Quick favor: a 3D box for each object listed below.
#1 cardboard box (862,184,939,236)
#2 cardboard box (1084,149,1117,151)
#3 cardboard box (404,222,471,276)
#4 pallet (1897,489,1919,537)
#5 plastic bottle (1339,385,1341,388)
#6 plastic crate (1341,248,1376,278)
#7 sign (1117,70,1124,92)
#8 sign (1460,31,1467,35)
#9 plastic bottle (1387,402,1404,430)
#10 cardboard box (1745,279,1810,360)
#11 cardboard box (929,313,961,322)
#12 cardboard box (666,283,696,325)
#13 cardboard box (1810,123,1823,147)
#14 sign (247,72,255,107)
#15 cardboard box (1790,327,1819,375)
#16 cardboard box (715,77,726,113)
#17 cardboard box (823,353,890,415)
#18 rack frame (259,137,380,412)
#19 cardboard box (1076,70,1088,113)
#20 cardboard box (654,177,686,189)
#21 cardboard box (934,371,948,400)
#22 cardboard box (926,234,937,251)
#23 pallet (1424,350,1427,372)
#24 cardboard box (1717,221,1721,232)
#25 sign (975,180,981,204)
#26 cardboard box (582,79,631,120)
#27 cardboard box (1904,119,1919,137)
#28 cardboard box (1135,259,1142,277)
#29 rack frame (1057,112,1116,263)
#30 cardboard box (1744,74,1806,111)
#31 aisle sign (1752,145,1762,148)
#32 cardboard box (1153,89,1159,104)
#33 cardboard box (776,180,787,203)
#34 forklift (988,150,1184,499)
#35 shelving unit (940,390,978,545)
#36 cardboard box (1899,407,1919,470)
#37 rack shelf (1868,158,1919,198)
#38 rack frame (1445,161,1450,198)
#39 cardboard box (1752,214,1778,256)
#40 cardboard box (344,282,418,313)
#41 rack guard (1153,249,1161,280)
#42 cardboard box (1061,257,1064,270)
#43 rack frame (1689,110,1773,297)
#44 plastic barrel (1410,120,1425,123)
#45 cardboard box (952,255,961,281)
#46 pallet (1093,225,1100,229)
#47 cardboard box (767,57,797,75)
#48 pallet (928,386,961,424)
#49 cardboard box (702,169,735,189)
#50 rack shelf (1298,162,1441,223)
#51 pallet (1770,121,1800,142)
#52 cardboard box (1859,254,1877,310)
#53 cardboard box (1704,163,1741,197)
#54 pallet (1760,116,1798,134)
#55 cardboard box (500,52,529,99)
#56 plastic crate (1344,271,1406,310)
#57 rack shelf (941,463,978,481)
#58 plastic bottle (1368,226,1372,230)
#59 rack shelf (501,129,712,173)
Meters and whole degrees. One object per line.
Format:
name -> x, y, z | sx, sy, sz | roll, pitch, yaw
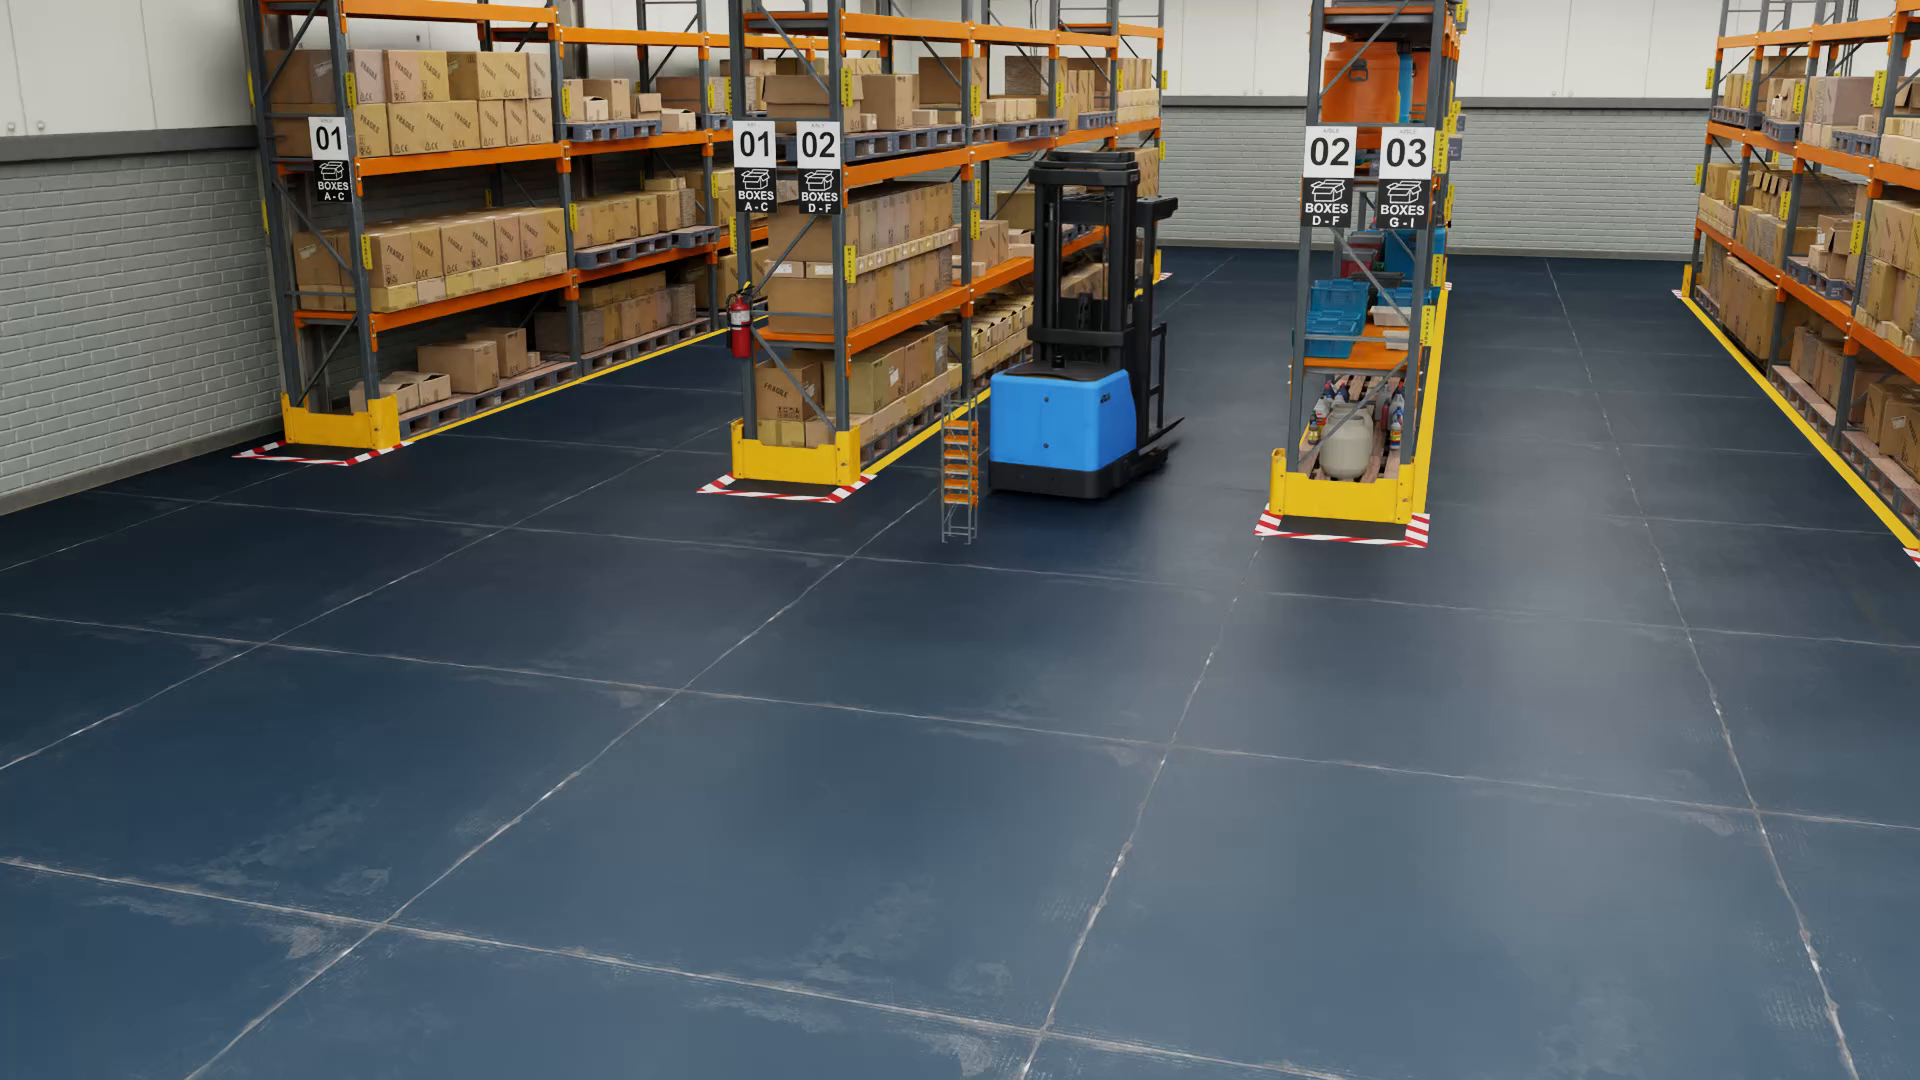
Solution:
cardboard box -> -0.628, -3.494, 17.590 | 0.700, 0.500, 0.500 | 5, 16, 16
cardboard box -> 2.378, -6.376, 28.295 | 0.500, 0.500, 0.500 | 5, 17, 17
cardboard box -> -5.526, -3.070, 17.521 | 0.500, 0.500, 0.500 | 4, 16, 14
pallet -> 8.281, -0.143, 13.447 | 1.003, 0.211, 1.213 | 5, 16, 16
plastic bottle -> 3.908, -1.446, 17.103 | 0.061, 0.283, 0.133 | 5, 16, 16
plastic crate -> 4.227, -2.867, 17.822 | 0.402, 0.464, 0.583 | 5, 16, 16
sign -> 2.441, -7.003, 25.355 | 0.100, 0.325, 0.005 | 5, 16, 16
sign -> 8.325, -8.518, 27.459 | 0.100, 0.325, 0.005 | 5, 16, 16
plastic bottle -> 4.280, -1.219, 16.316 | 0.152, 0.276, 0.135 | 5, 17, 17
cardboard box -> 10.484, -2.707, 20.499 | 1.225, 0.875, 0.875 | 4, 16, 13
cardboard box -> -0.239, -2.615, 20.293 | 0.500, 0.311, 0.500 | 5, 16, 16
cardboard box -> -4.134, -3.317, 23.301 | 0.700, 0.500, 0.500 | 5, 17, 17
cardboard box -> 9.744, -4.481, 18.410 | 0.500, 0.250, 0.500 | 5, 17, 17
sign -> -6.779, -4.325, 15.960 | 0.100, 0.325, 0.005 | 5, 16, 16
cardboard box -> 10.097, -2.180, 19.294 | 0.700, 0.500, 0.500 | 4, 16, 13
cardboard box -> -3.796, -6.477, 24.182 | 0.700, 0.500, 0.500 | 4, 16, 13
cardboard box -> -0.996, -1.518, 16.080 | 0.500, 0.500, 0.500 | 5, 16, 16
rack frame -> -6.253, -2.407, 16.320 | 1.000, 3.000, 0.127 | 5, 16, 16
cardboard box -> 1.526, -6.602, 24.476 | 0.600, 0.600, 0.600 | 4, 16, 15
cardboard box -> -4.048, -4.980, 23.210 | 0.380, 0.149, 0.250 | 2, 16, 9
cardboard box -> -0.439, -1.682, 18.030 | 0.500, 0.250, 0.500 | 5, 16, 16
cardboard box -> -0.455, -3.141, 17.534 | 0.380, 0.149, 0.250 | 5, 16, 16
pallet -> 5.262, -2.191, 20.667 | 1.003, 0.211, 1.213 | 5, 16, 16
cardboard box -> 11.469, -4.648, 24.680 | 0.380, 0.149, 0.250 | 5, 17, 17
sign -> 0.248, -4.676, 22.340 | 0.100, 0.325, 0.005 | 5, 16, 16
cardboard box -> -4.533, -5.606, 21.149 | 0.500, 0.500, 0.500 | 4, 16, 14
cardboard box -> 8.635, -3.659, 14.778 | 0.380, 0.149, 0.250 | 5, 17, 16
cardboard box -> 2.828, -4.691, 28.605 | 0.500, 0.250, 0.500 | 5, 16, 16
rack frame -> 1.908, -5.164, 26.037 | 1.000, 3.000, 0.127 | 5, 16, 16
cardboard box -> 11.570, -6.345, 23.570 | 0.700, 0.500, 0.500 | 4, 16, 13
aisle sign -> 12.850, -6.687, 26.645 | 0.394, 0.787, 0.004 | 5, 16, 16
cardboard box -> 3.143, -7.667, 28.726 | 0.500, 0.250, 0.500 | 5, 16, 16
cardboard box -> -3.018, -5.342, 25.902 | 0.500, 0.500, 0.500 | 5, 16, 16
forklift -> 1.334, -2.120, 15.431 | 1.130, 2.935, 3.031 | 7, 17, 24
shelving unit -> -0.004, -0.573, 13.152 | 0.258, 1.200, 0.189 | 5, 16, 16
cardboard box -> 8.723, -0.880, 14.748 | 0.500, 0.500, 0.500 | 3, 16, 11
rack shelf -> 8.563, -2.875, 13.790 | 1.077, 0.370, 4.000 | 5, 16, 16
rack frame -> 7.793, -5.825, 28.369 | 1.000, 3.000, 0.127 | 5, 16, 16
cardboard box -> 10.608, -3.944, 21.552 | 0.500, 0.500, 0.500 | 5, 17, 17
cardboard box -> -5.810, -2.448, 16.701 | 0.500, 0.250, 0.500 | 4, 16, 14
rack guard -> 3.023, -4.988, 29.998 | 1.175, 0.500, 0.348 | 5, 16, 16
cardboard box -> 1.253, -4.164, 24.914 | 0.500, 0.250, 0.500 | 5, 16, 16
rack frame -> 12.542, -5.441, 27.015 | 1.000, 3.000, 0.127 | 5, 16, 16
plastic barrel -> 5.382, -4.758, 19.363 | 0.301, 0.262, 0.301 | 0, 16, 0
cardboard box -> -0.267, -3.131, 19.145 | 0.500, 0.250, 0.500 | 6, 17, 19
pallet -> 1.576, -4.871, 25.356 | 1.003, 0.211, 1.213 | 5, 16, 16
cardboard box -> -2.868, -7.729, 27.534 | 0.500, 0.500, 0.500 | 4, 16, 15
pallet -> -0.632, -1.524, 18.317 | 1.003, 0.211, 1.213 | 5, 16, 16
cardboard box -> -3.451, -5.301, 24.384 | 0.500, 0.250, 0.500 | 4, 16, 15
rack shelf -> 3.814, -3.259, 15.145 | 1.077, 0.370, 4.000 | 5, 16, 16
pallet -> 10.400, -4.873, 19.861 | 1.213, 0.211, 1.003 | 5, 17, 18
cardboard box -> 8.944, -2.380, 15.494 | 0.875, 0.500, 0.500 | 5, 16, 16
cardboard box -> 12.004, -5.637, 26.062 | 0.500, 0.500, 0.500 | 4, 16, 15
pallet -> 11.192, -5.502, 22.083 | 0.805, 0.209, 1.217 | 4, 16, 14
cardboard box -> -5.145, -5.139, 18.400 | 0.500, 0.500, 0.500 | 6, 17, 19
plastic crate -> 4.112, -2.529, 16.861 | 0.767, 0.338, 0.504 | 5, 16, 16
rack shelf -> -0.004, -0.531, 13.164 | 0.258, 0.103, 0.180 | 5, 16, 16
plastic bottle -> 5.550, -4.114, 22.550 | 0.061, 0.283, 0.133 | 5, 16, 16
rack shelf -> -4.548, -5.074, 21.543 | 1.077, 0.370, 4.000 | 5, 16, 16
